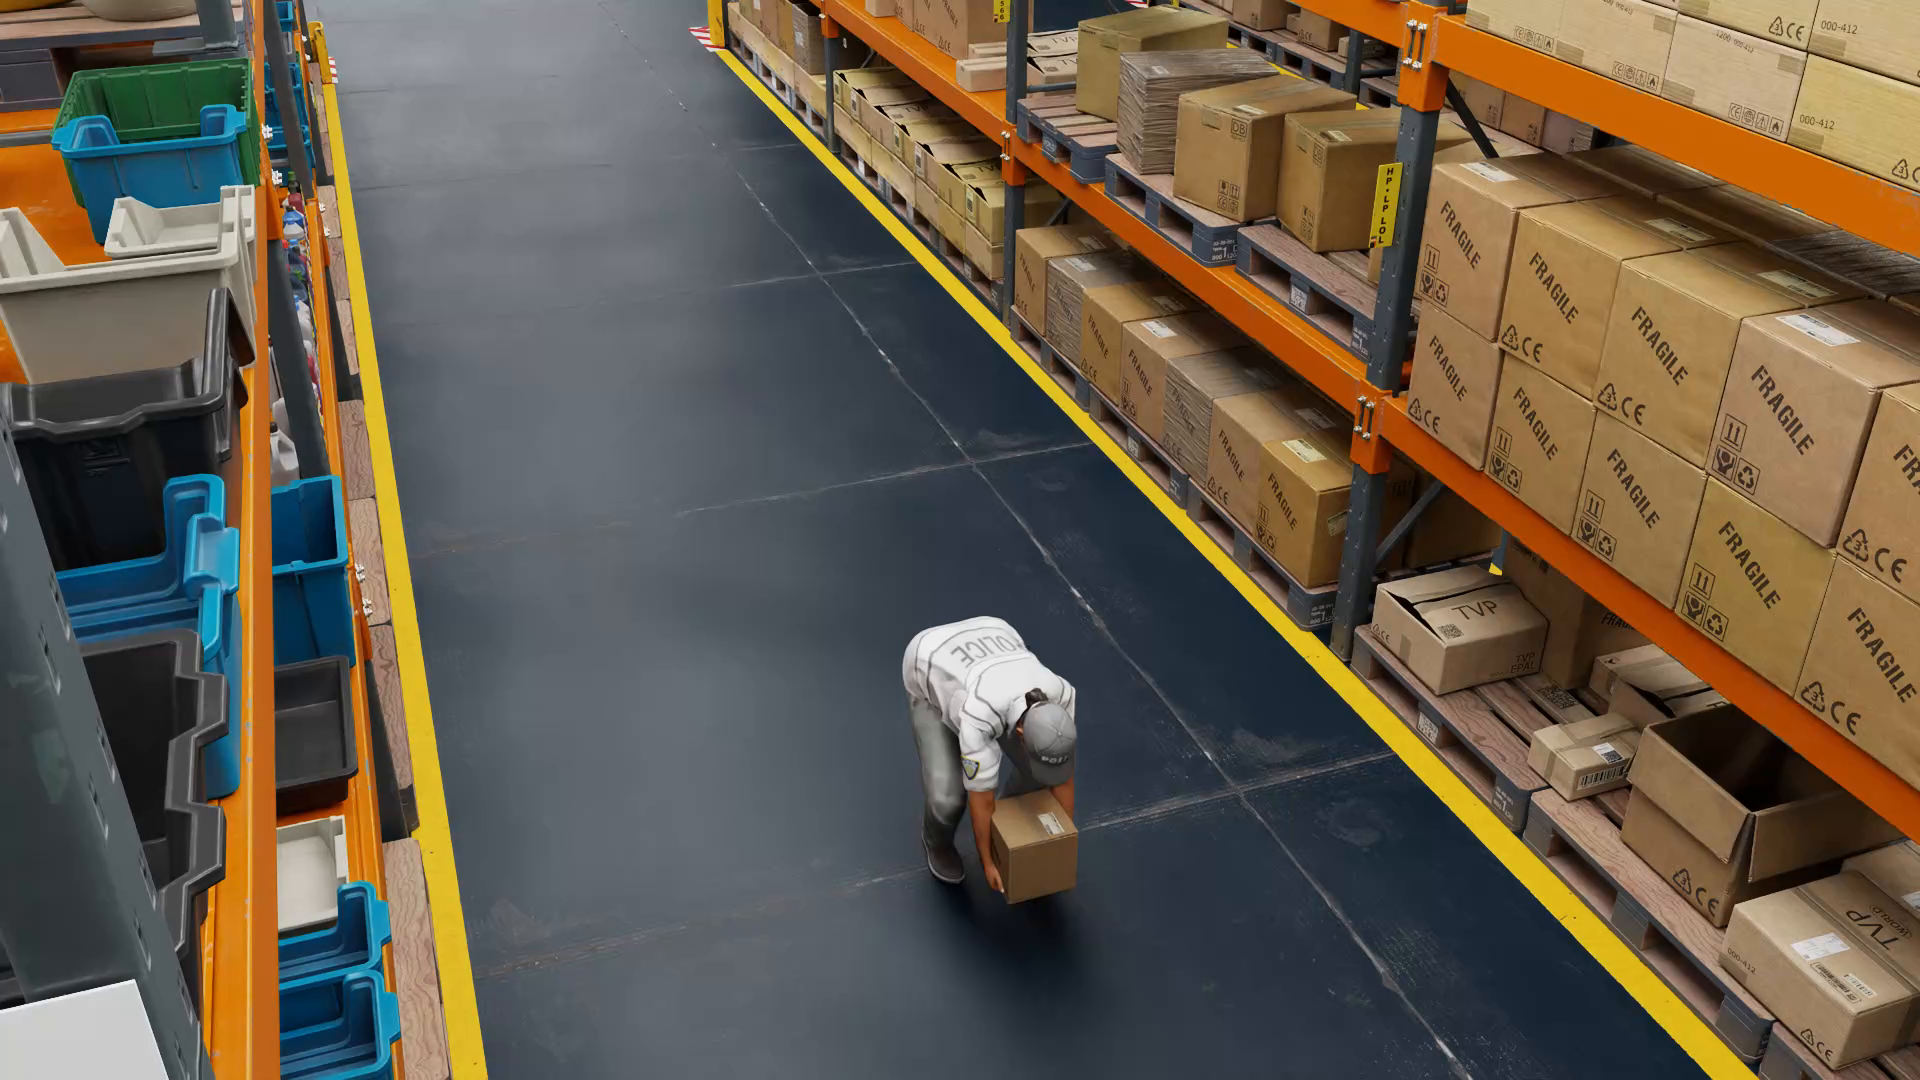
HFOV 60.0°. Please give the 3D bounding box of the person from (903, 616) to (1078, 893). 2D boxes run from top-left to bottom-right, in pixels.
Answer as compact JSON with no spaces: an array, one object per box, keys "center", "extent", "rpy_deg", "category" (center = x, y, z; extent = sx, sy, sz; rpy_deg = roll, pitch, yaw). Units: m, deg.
[{"center":[0.123,0.811,5.878],"extent":[0.501,1.014,0.938],"rpy_deg":[-12,32,-20],"category":"person"}]
